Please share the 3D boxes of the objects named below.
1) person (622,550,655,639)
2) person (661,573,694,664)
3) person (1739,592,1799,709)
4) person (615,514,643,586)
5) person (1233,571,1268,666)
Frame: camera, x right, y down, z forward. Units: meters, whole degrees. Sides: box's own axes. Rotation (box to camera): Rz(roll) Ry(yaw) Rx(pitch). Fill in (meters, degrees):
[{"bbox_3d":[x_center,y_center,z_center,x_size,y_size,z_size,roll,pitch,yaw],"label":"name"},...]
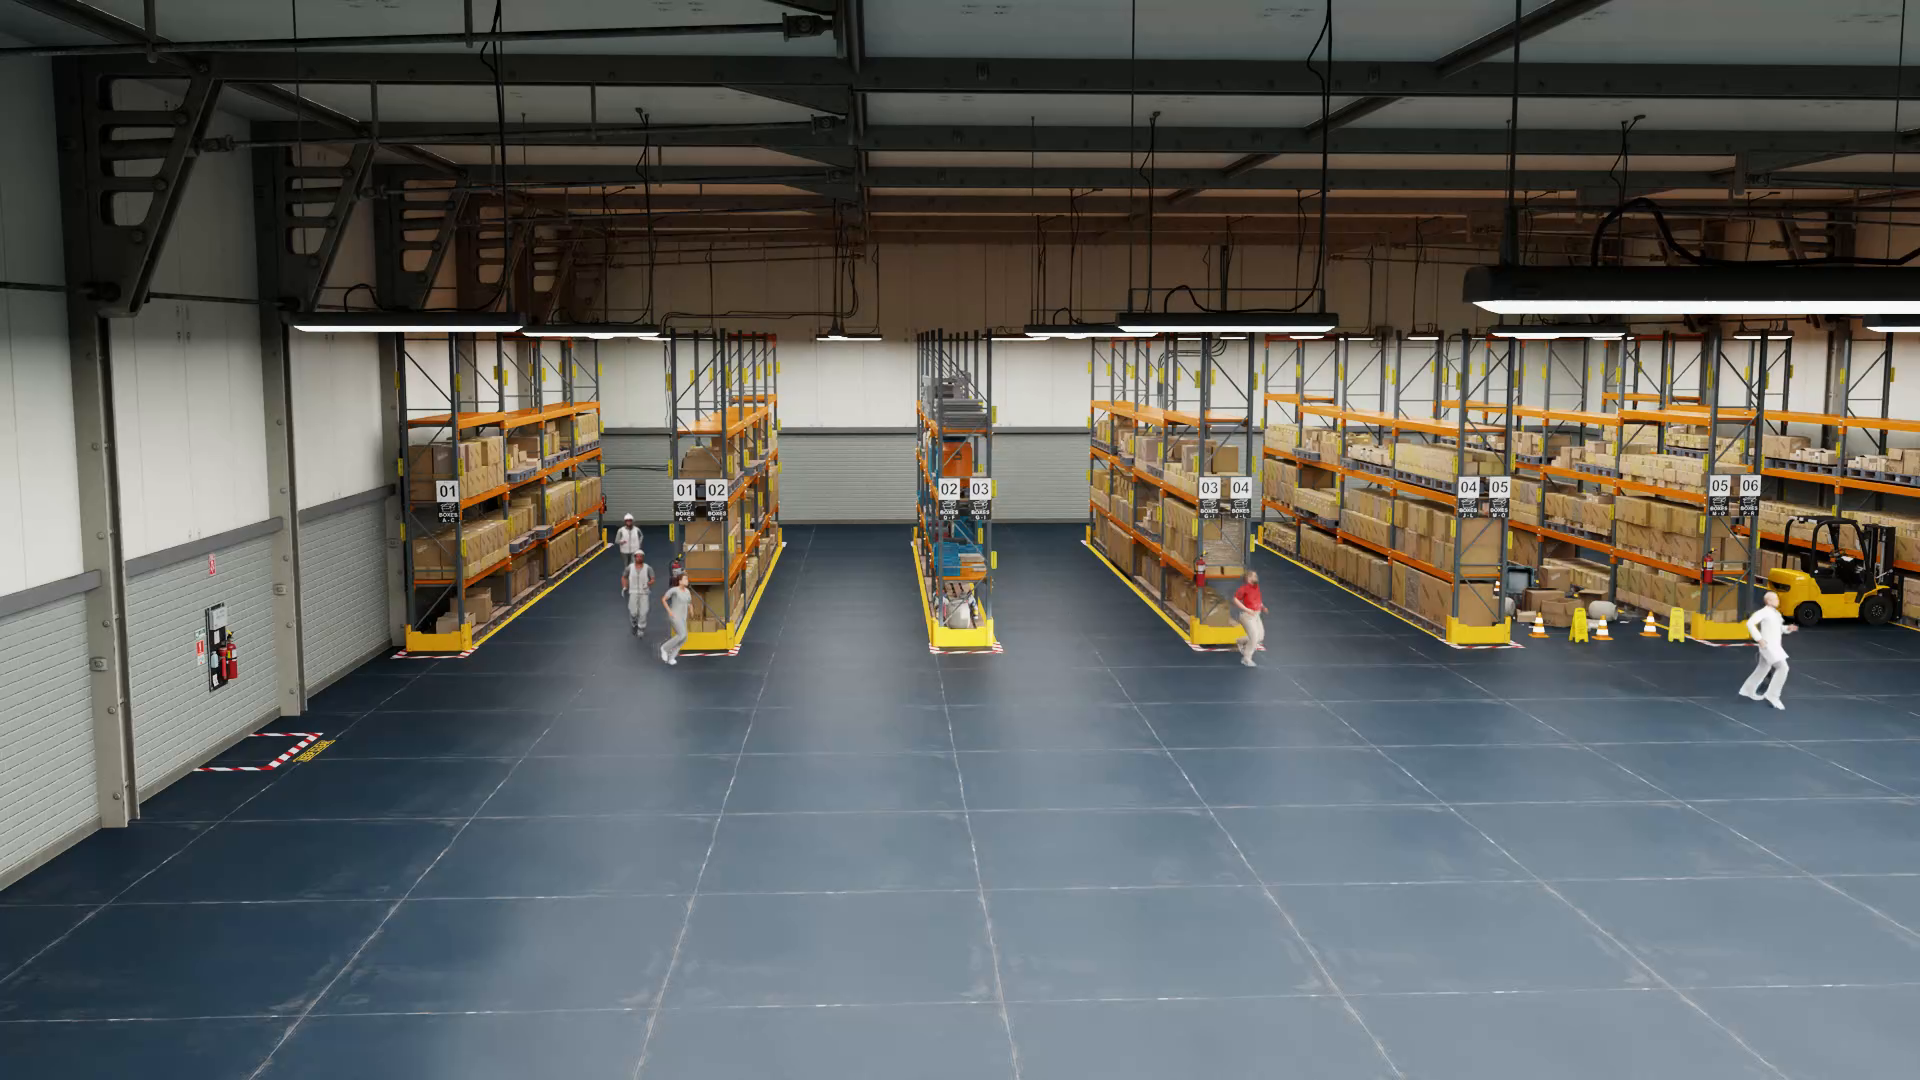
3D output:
[{"bbox_3d":[-6.225,1.060,32.209,0.646,1.733,0.568,-1,7,-10],"label":"person"},{"bbox_3d":[-5.034,1.405,29.892,0.518,1.613,0.617,4,8,30],"label":"person"},{"bbox_3d":[12.830,1.743,26.373,0.825,1.842,0.668,5,8,34],"label":"person"},{"bbox_3d":[-7.645,0.275,38.509,0.663,1.744,0.990,-2,7,-16],"label":"person"},{"bbox_3d":[5.213,1.389,29.975,0.627,1.687,0.703,6,9,43],"label":"person"}]
